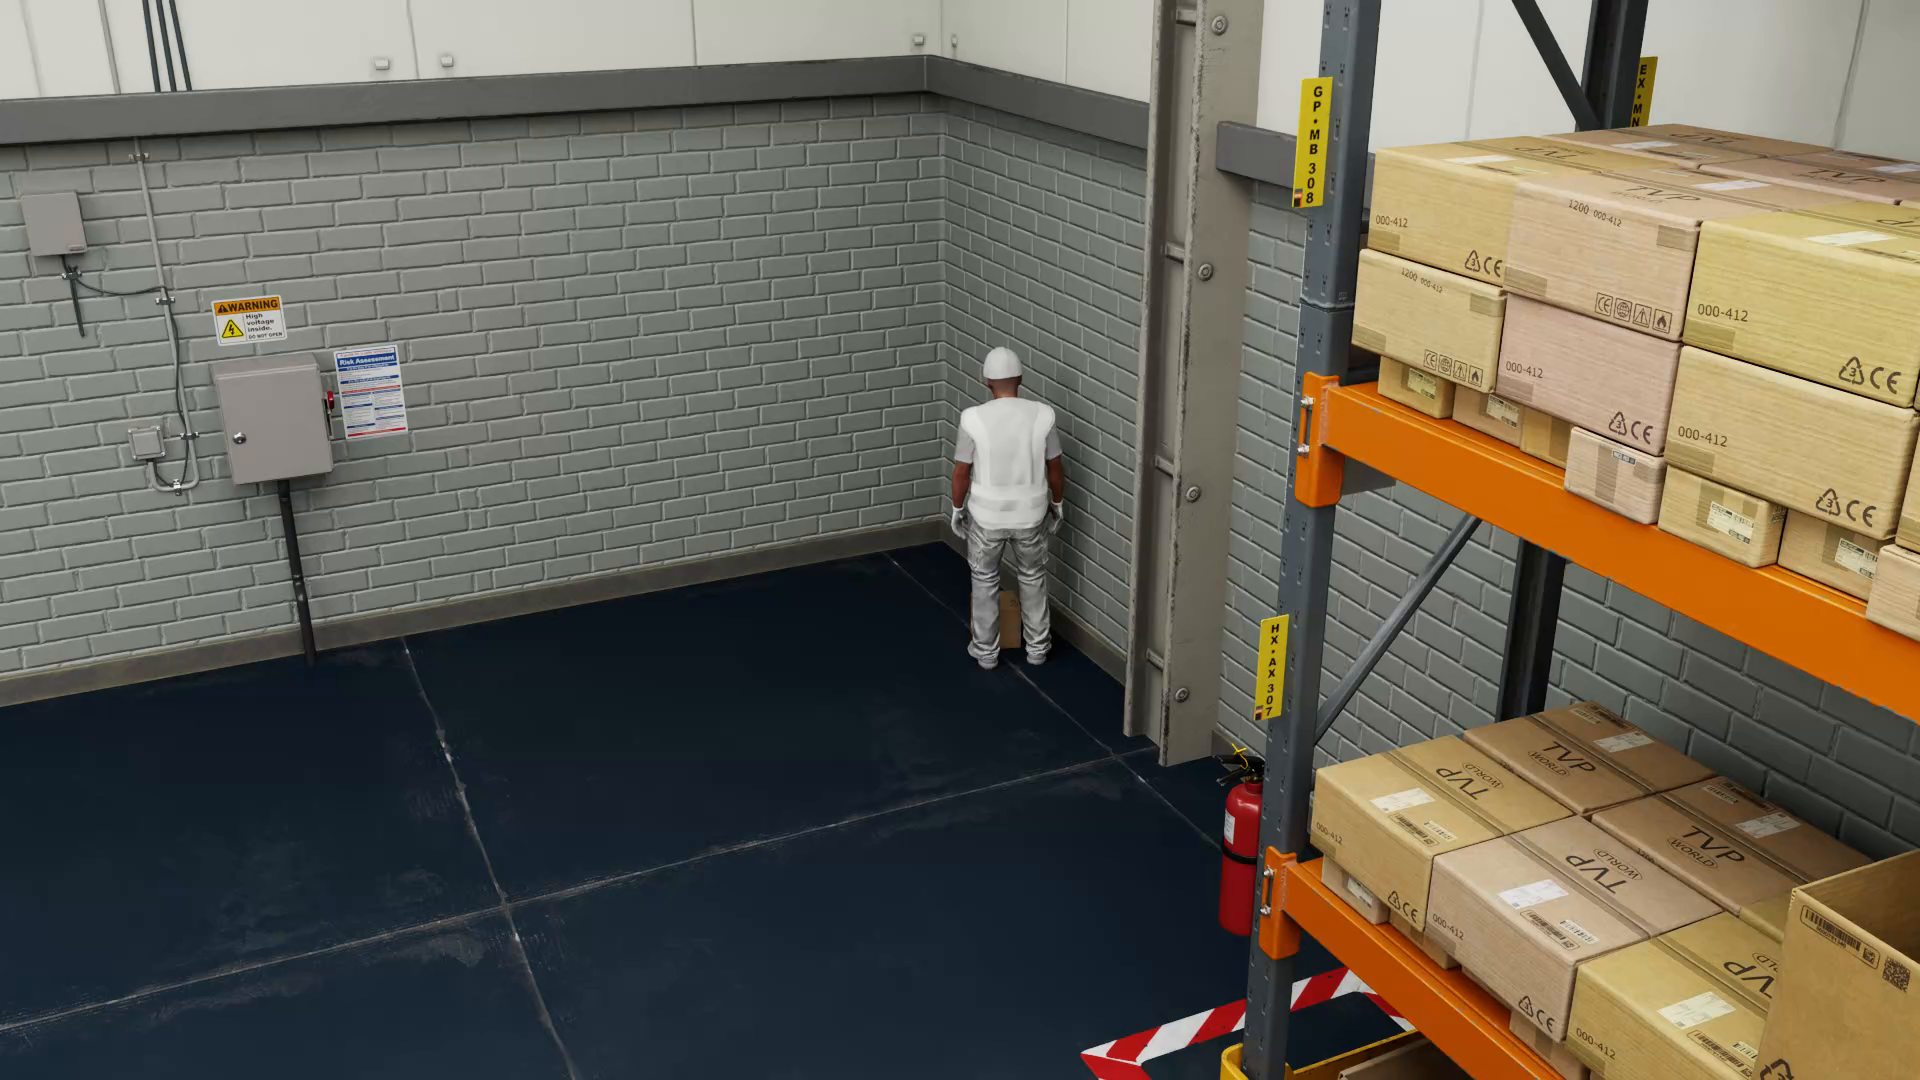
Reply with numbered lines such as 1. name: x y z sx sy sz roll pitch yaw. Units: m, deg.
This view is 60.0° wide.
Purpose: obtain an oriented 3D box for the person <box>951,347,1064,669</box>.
1. person: 0.259 -0.160 8.972 0.613 1.773 0.451 -3 22 -6
